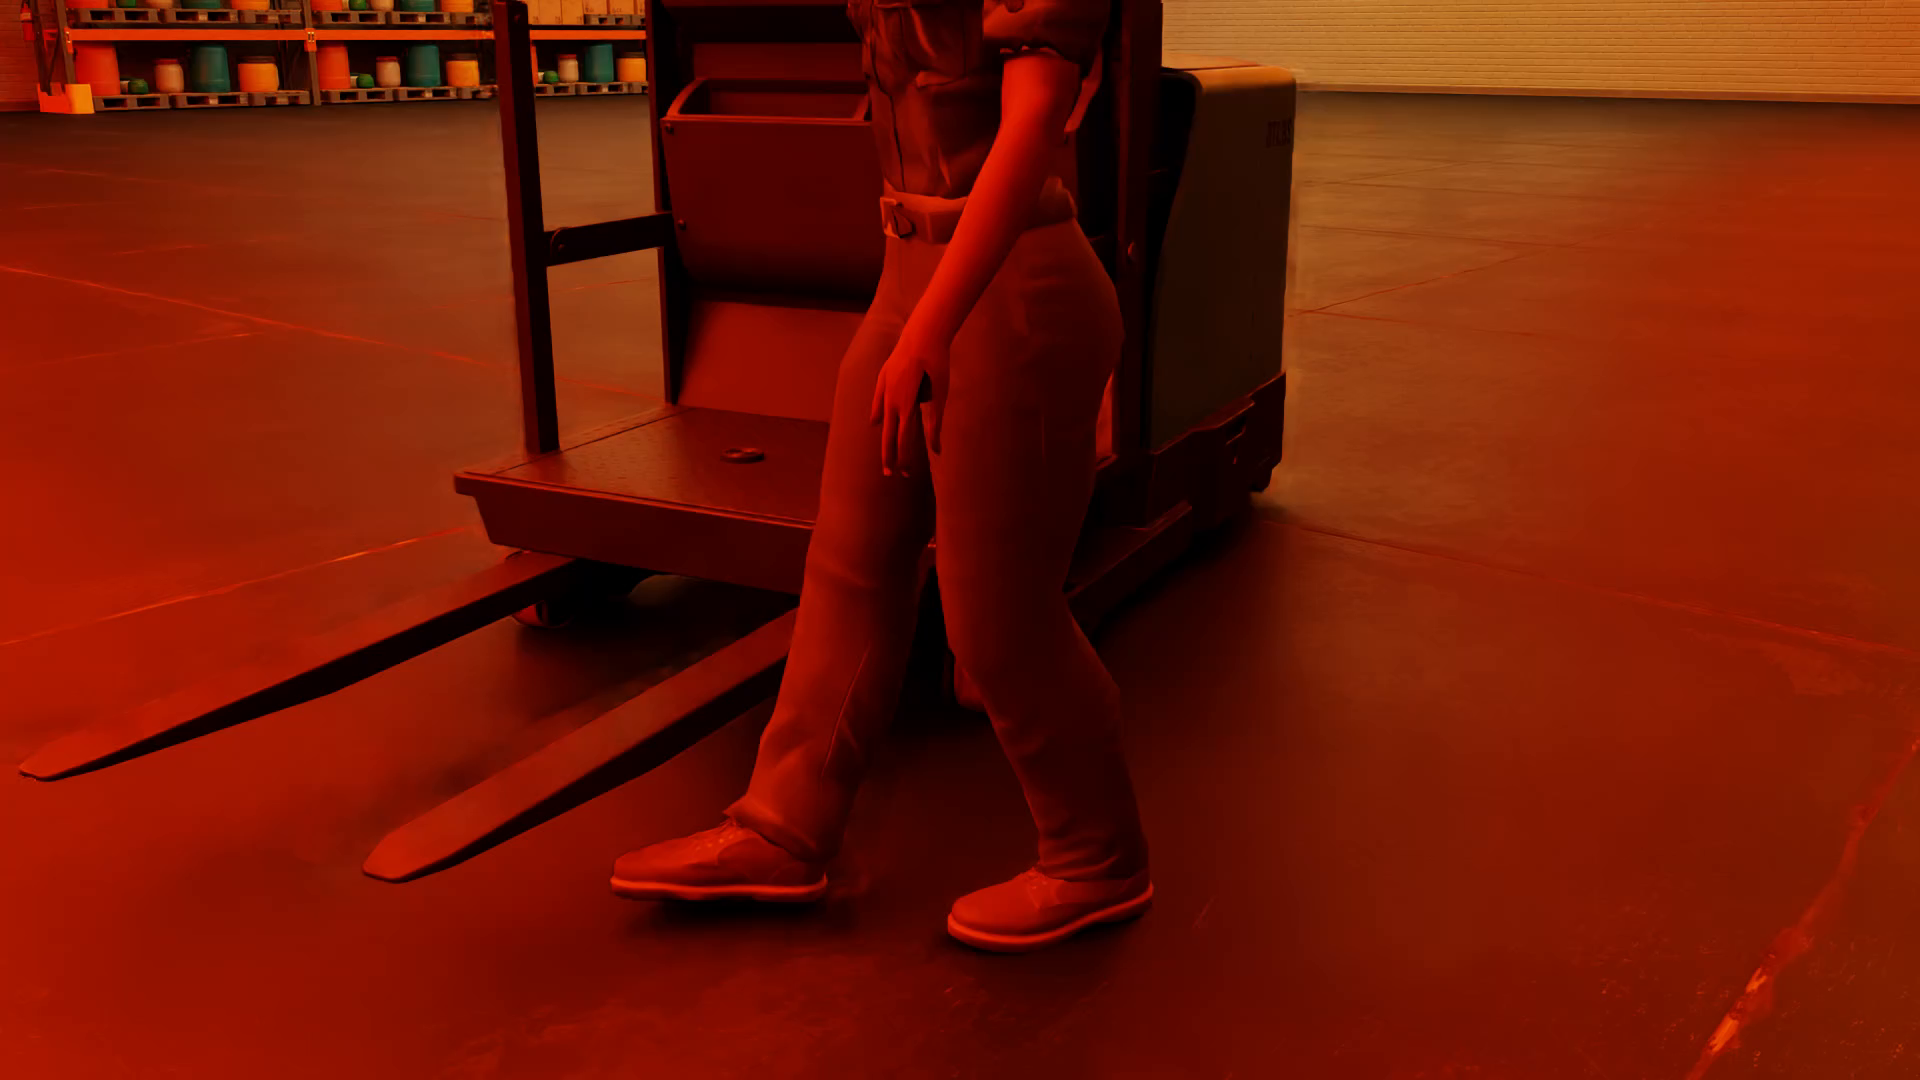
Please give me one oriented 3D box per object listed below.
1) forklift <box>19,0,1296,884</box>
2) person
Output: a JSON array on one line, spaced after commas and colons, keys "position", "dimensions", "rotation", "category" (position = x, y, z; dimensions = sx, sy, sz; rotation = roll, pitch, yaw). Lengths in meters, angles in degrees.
[{"position": [-0.263, -1.237, 2.973], "dimensions": [1.130, 2.935, 3.031], "rotation": [8, 19, 25], "category": "forklift"}, {"position": [-0.089, -0.261, 1.996], "dimensions": [0.706, 1.636, 0.625], "rotation": [-6, 18, -18], "category": "person"}]
